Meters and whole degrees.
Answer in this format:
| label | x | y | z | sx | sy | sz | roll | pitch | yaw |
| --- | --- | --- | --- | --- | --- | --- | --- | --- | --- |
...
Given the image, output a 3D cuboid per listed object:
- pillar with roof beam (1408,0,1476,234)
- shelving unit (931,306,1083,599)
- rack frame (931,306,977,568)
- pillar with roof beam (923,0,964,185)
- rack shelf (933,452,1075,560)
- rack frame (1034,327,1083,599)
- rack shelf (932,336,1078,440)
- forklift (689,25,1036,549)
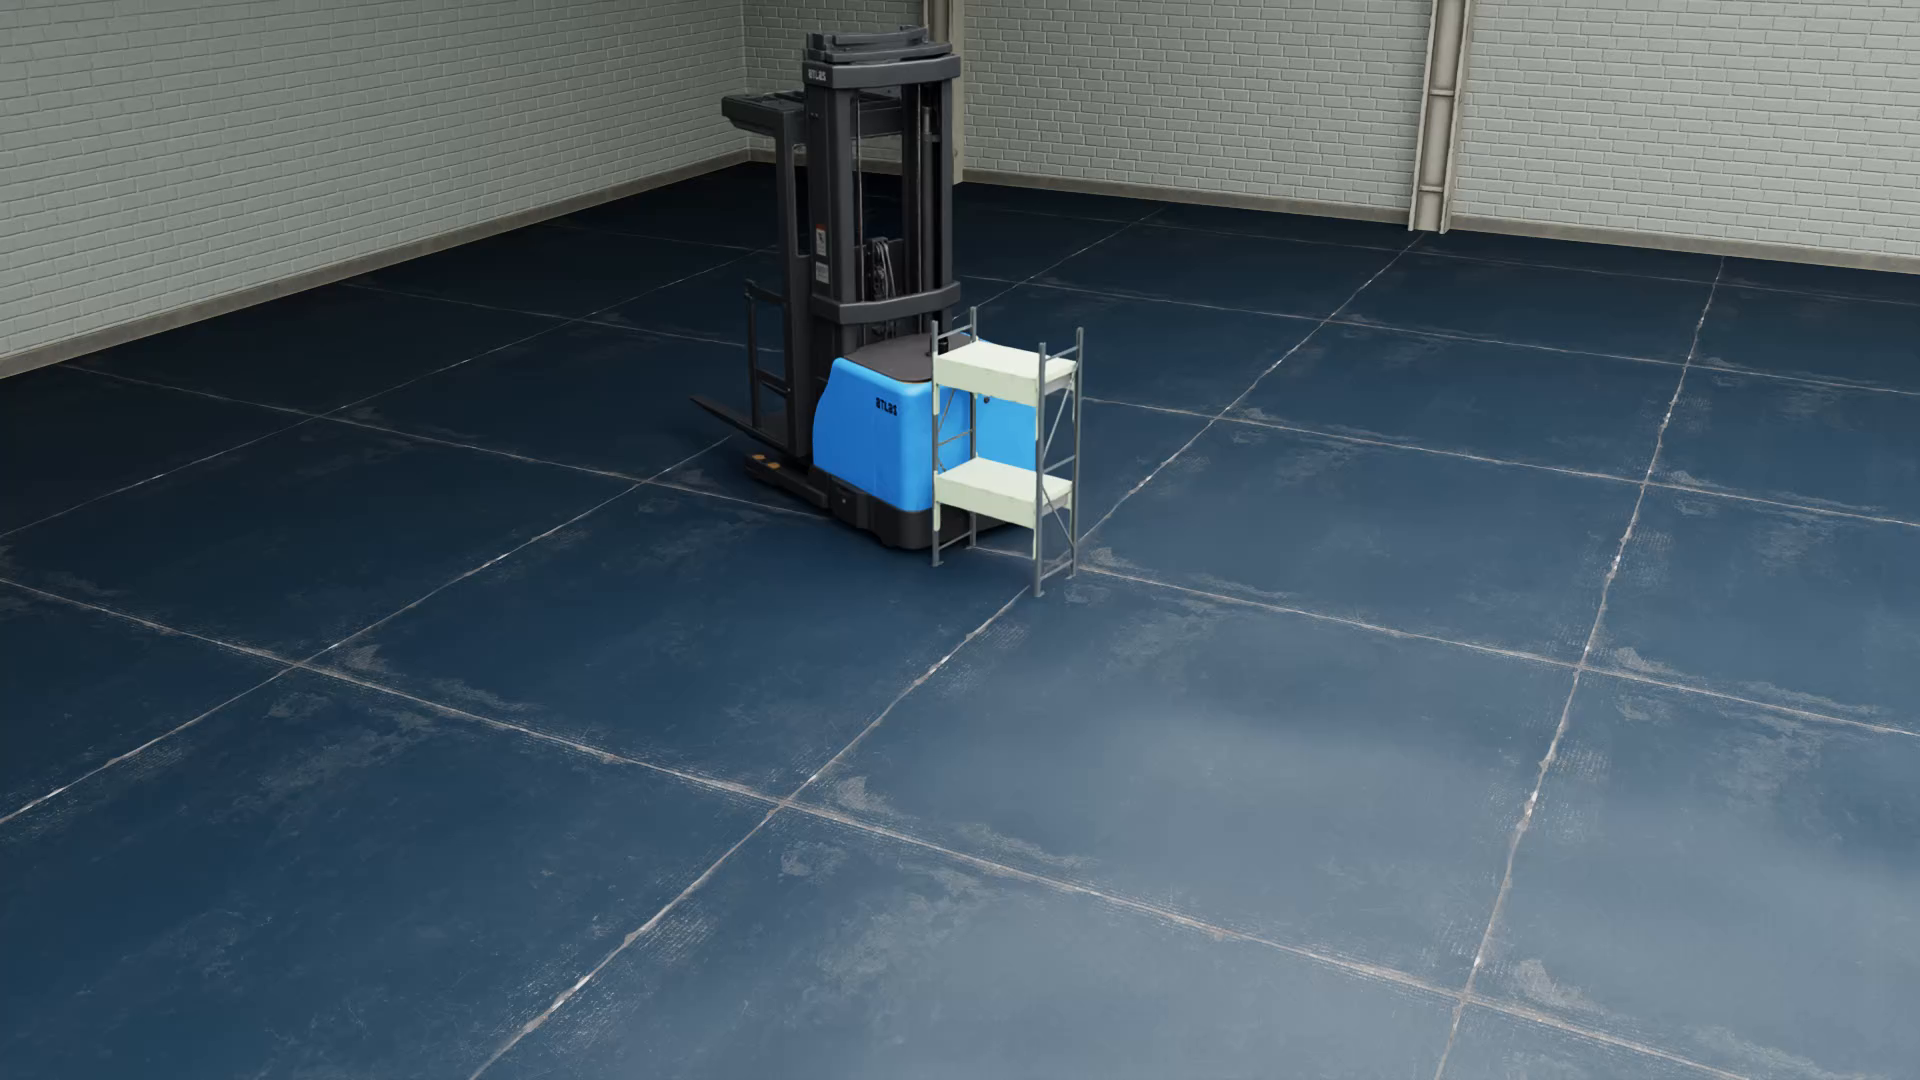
| label | x | y | z | sx | sy | sz | roll | pitch | yaw |
| --- | --- | --- | --- | --- | --- | --- | --- | --- | --- |
| pillar with roof beam | 3.214 | -6.057 | 12.993 | 0.400 | 9.000 | 9.100 | 11 | 25 | 25 |
| shelving unit | 0.259 | -0.505 | 9.521 | 0.755 | 1.500 | 0.431 | 16 | 28 | 34 |
| rack frame | -0.033 | -0.591 | 9.724 | 0.023 | 1.500 | 0.400 | 16 | 28 | 34 |
| pillar with roof beam | -2.141 | -7.116 | 15.485 | 0.400 | 9.000 | 9.100 | 11 | 25 | 25 |
| rack shelf | 0.259 | -0.205 | 9.649 | 0.720 | 0.370 | 0.431 | 16 | 28 | 34 |
| rack frame | 0.551 | -0.419 | 9.318 | 0.023 | 1.500 | 0.400 | 16 | 28 | 34 |
| rack shelf | 0.259 | -0.864 | 9.368 | 0.720 | 0.370 | 0.431 | 16 | 28 | 34 |
| forklift | -0.802 | -1.805 | 10.749 | 1.130 | 2.935 | 3.031 | -17 | 28 | -34 |
